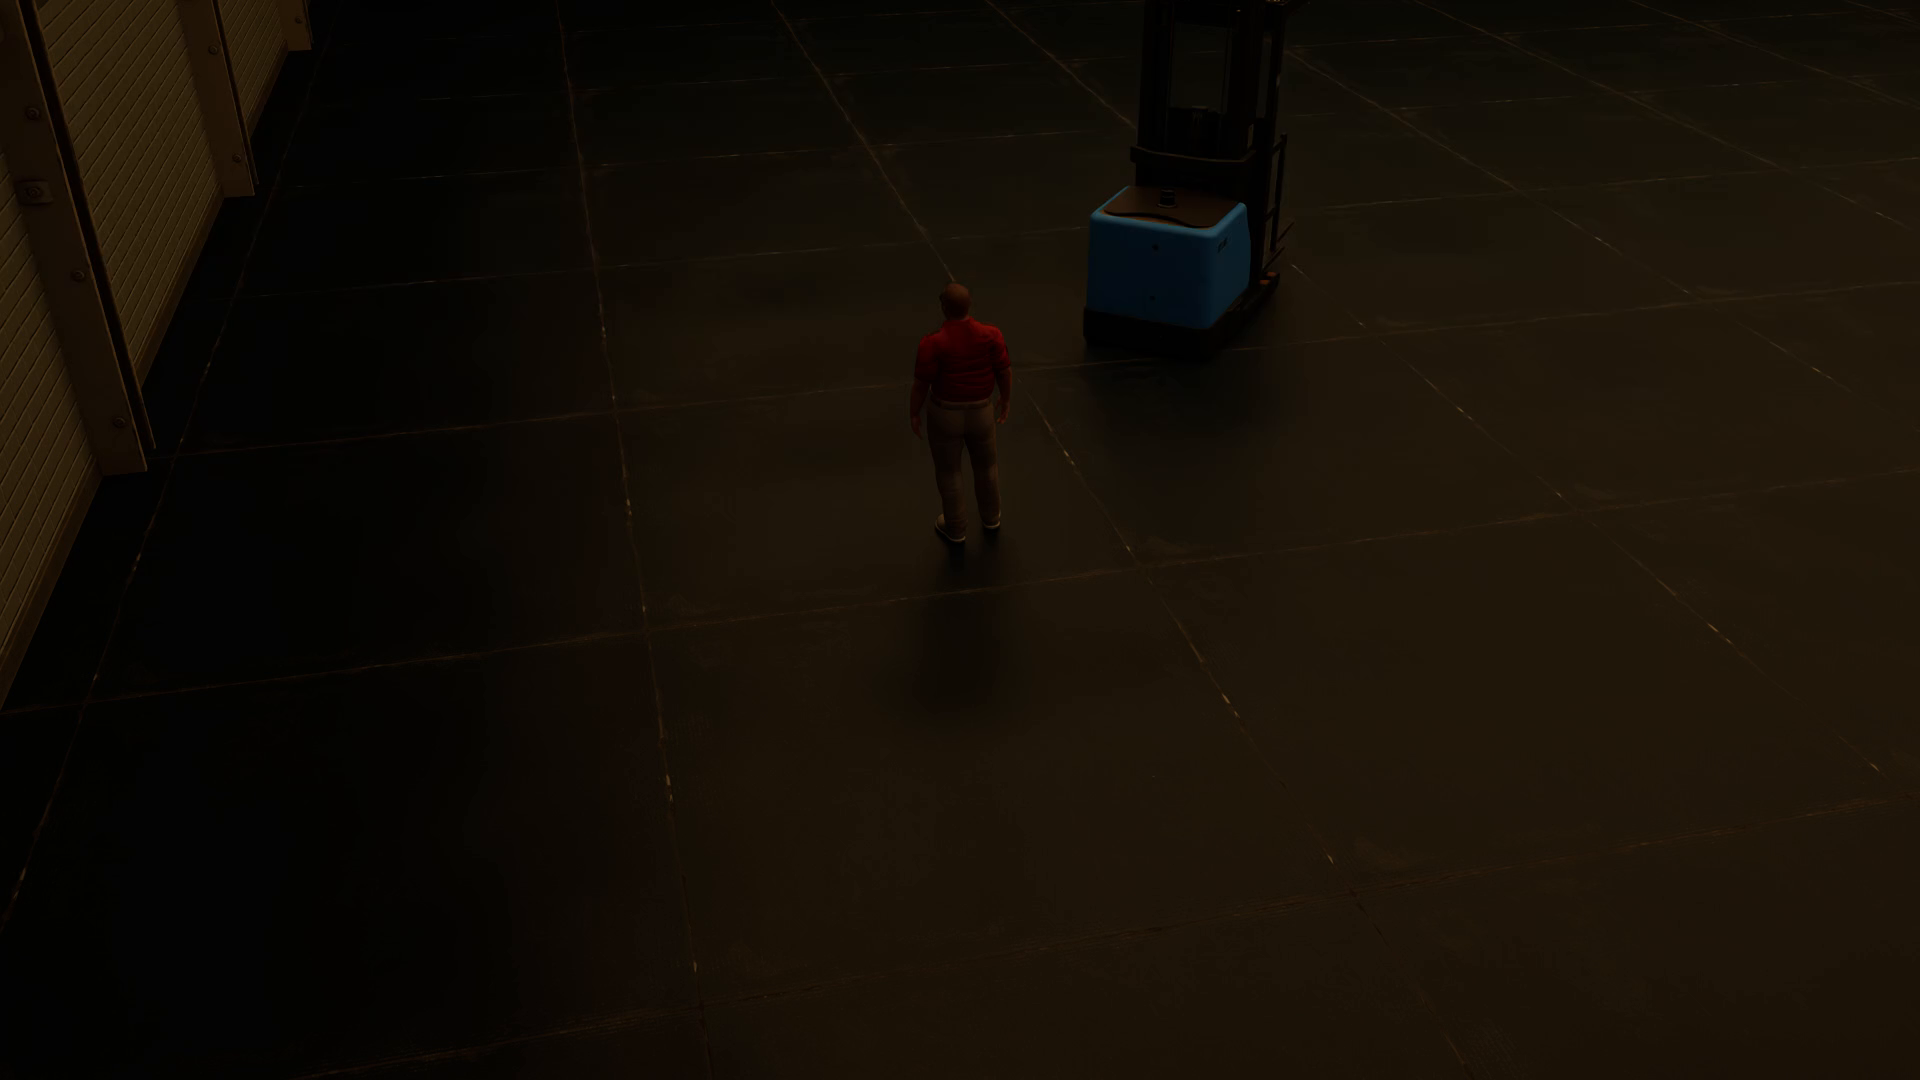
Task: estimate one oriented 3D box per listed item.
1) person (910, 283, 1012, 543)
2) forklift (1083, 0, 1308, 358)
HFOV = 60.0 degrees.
[{"bbox_3d":[-0.010,-0.800,10.141,0.642,1.727,0.550,-7,31,-12],"label":"person"},{"bbox_3d":[2.071,-3.379,13.411,1.130,2.935,3.031,14,33,22],"label":"forklift"}]
